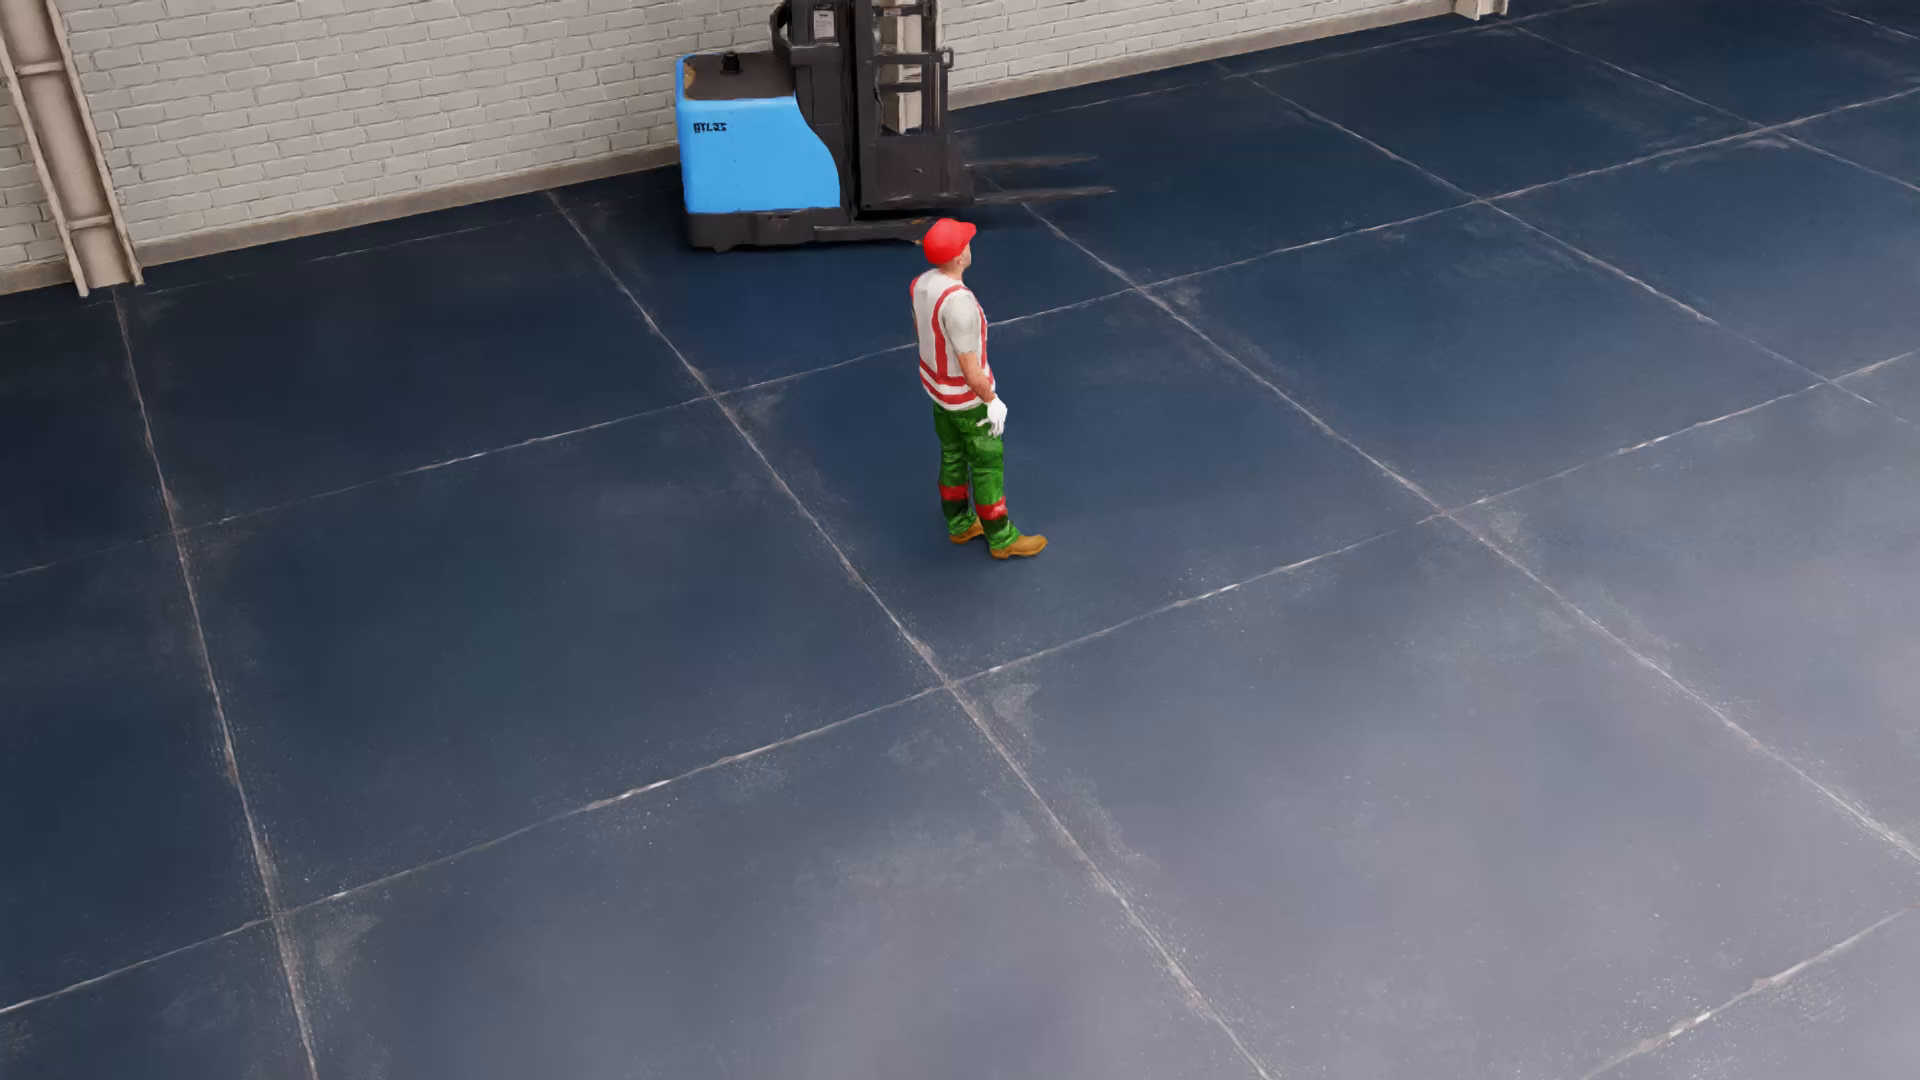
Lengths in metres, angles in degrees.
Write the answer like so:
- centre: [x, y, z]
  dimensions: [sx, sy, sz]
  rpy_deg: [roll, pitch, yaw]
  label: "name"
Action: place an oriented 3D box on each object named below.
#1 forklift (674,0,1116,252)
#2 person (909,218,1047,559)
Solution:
- centre: [-0.439, -3.555, 11.152]
  dimensions: [3.031, 2.935, 1.130]
  rpy_deg: [-5, 36, -7]
  label: "forklift"
- centre: [0.076, -0.753, 8.165]
  dimensions: [0.563, 1.787, 0.637]
  rpy_deg: [-17, 39, -23]
  label: "person"
